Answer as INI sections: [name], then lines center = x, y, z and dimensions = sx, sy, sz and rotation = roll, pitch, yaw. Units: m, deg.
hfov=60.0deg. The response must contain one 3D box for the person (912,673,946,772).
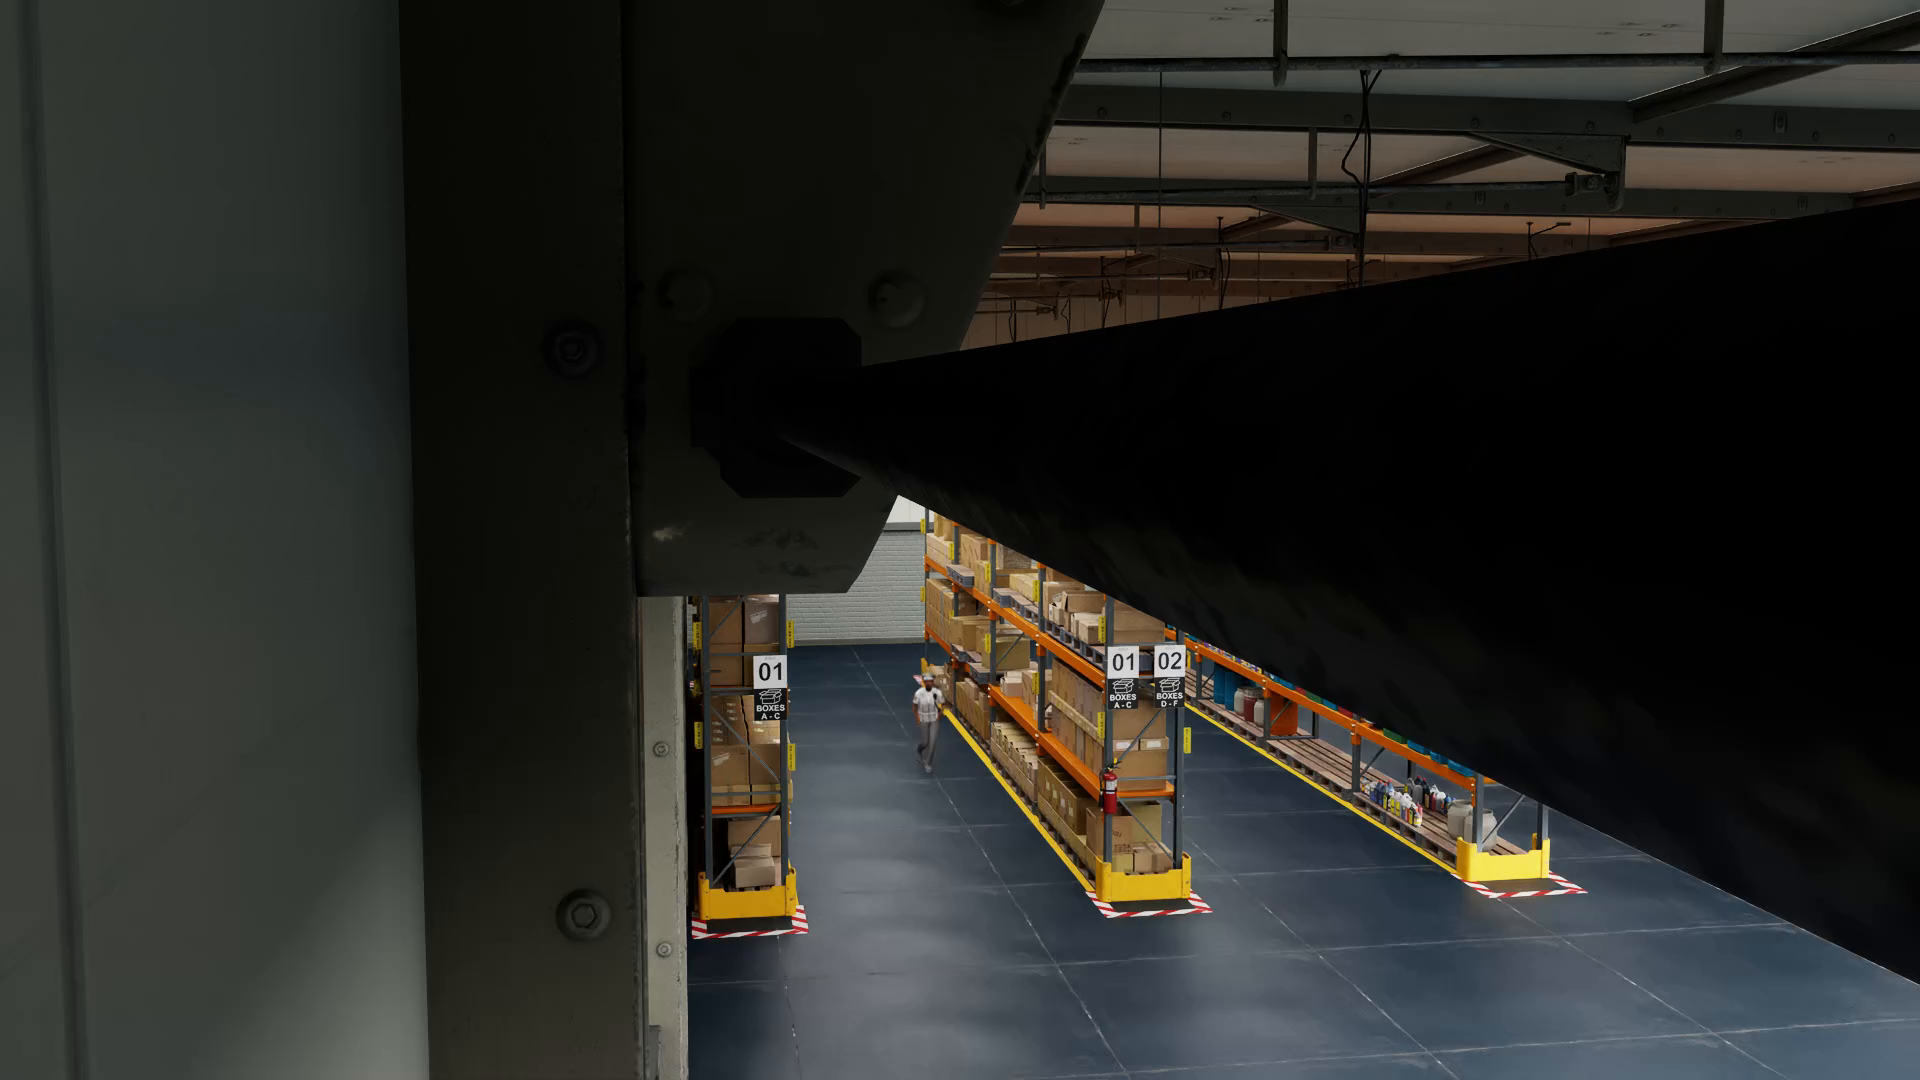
[person]
center = -0.513, 3.054, 27.995
dimensions = 0.571, 1.663, 0.595
rotation = 0, 5, -5
